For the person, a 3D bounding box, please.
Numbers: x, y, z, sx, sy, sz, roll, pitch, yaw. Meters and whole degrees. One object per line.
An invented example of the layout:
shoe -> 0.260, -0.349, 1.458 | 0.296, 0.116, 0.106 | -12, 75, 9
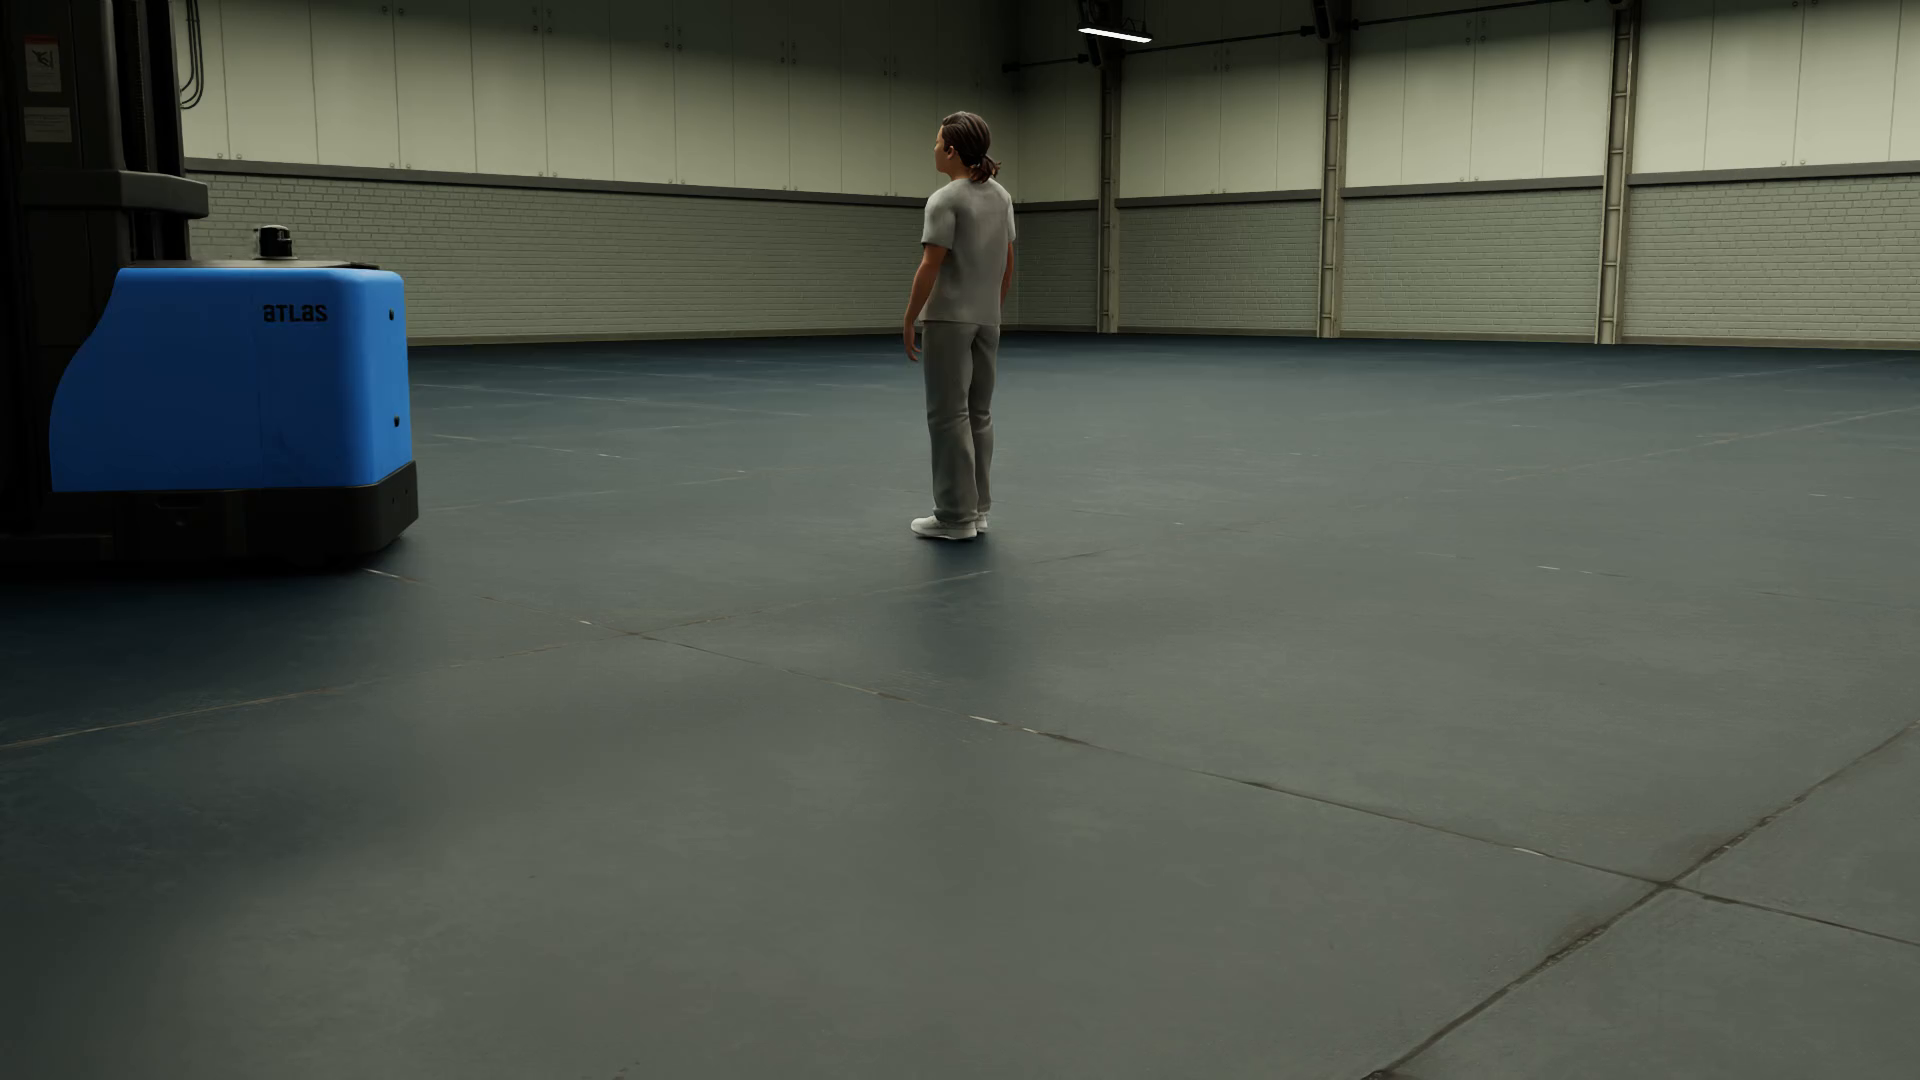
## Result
person -> -0.043, -0.845, 6.652 | 0.549, 1.675, 0.549 | 8, 12, 43

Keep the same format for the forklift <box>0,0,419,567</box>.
forklift -> -3.653, -1.371, 5.975 | 3.031, 2.935, 1.130 | -1, 9, -9
